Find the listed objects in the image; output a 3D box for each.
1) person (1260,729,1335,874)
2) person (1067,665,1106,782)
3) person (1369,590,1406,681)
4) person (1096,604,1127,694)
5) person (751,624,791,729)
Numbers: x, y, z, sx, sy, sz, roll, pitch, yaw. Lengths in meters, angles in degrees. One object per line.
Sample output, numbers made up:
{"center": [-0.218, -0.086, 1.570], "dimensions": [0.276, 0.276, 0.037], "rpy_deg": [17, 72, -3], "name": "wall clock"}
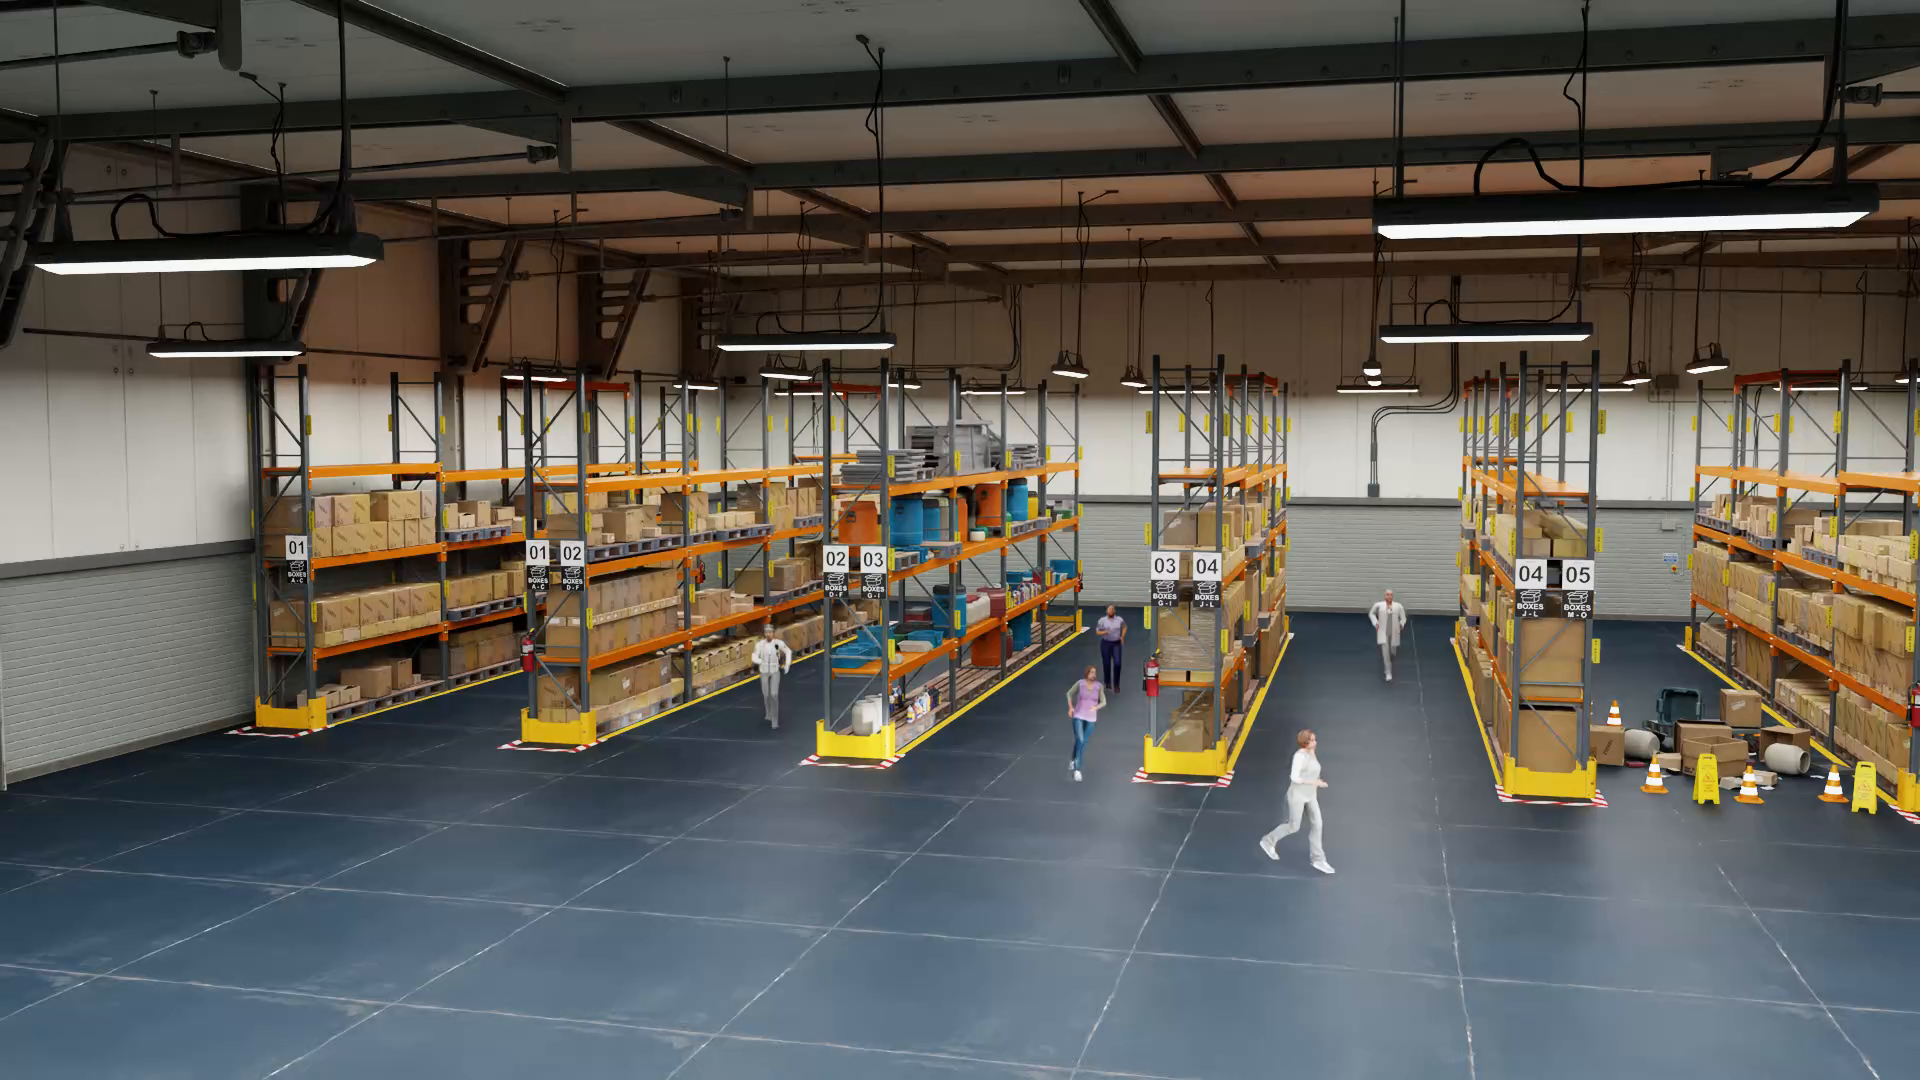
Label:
{"center": [3.807, 2.914, 18.700], "dimensions": [0.882, 1.580, 0.514], "rpy_deg": [3, 5, 40], "name": "person"}
{"center": [1.807, 2.587, 23.727], "dimensions": [0.530, 1.598, 0.721], "rpy_deg": [-1, 4, -10], "name": "person"}
{"center": [8.487, 1.863, 33.001], "dimensions": [0.711, 1.769, 0.899], "rpy_deg": [1, 4, 7], "name": "person"}
{"center": [2.837, 2.049, 31.171], "dimensions": [0.587, 1.684, 0.691], "rpy_deg": [0, 4, 3], "name": "person"}
{"center": [-3.152, 2.261, 27.723], "dimensions": [0.631, 1.770, 0.739], "rpy_deg": [0, 4, 3], "name": "person"}
